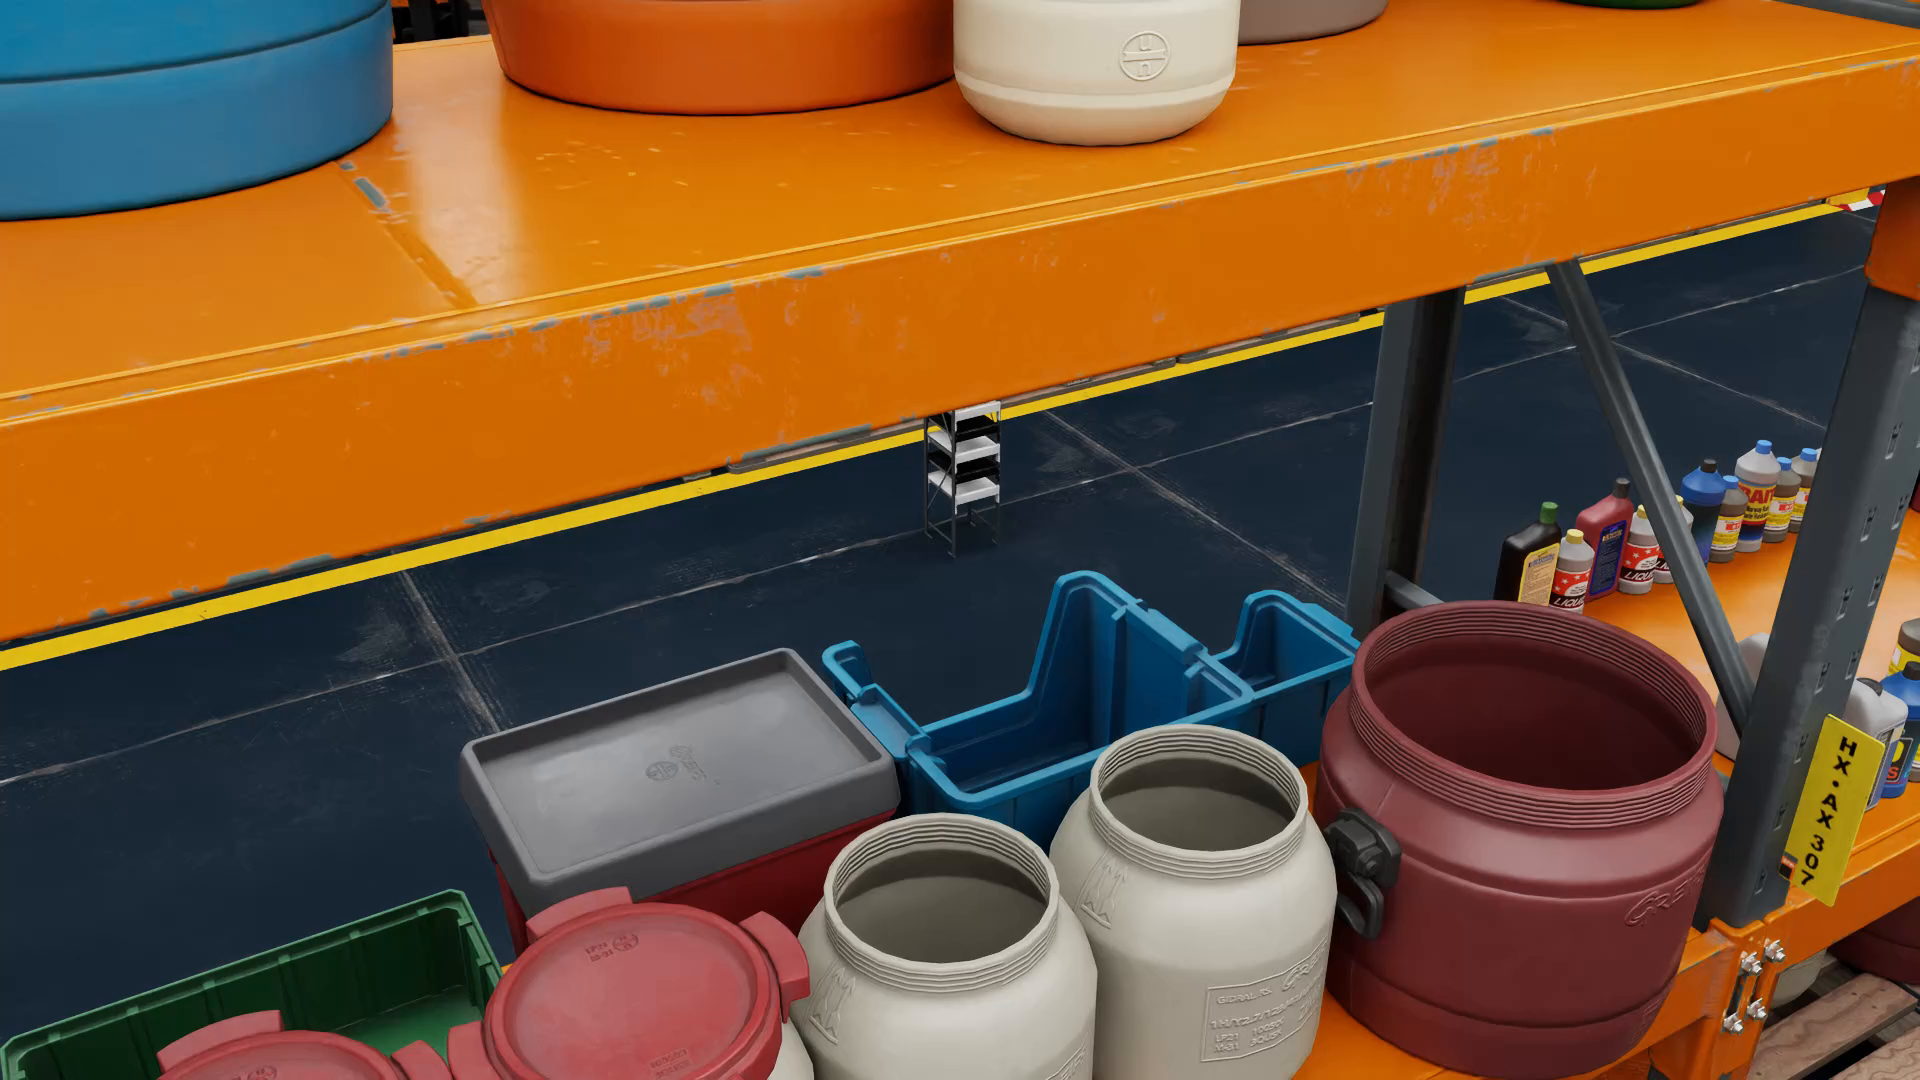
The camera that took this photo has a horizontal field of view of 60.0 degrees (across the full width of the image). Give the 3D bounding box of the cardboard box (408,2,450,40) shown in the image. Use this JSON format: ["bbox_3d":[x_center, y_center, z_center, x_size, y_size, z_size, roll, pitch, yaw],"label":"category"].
[{"bbox_3d":[-3.201,-3.212,11.257,0.750,0.750,0.750,-16,33,-27],"label":"cardboard box"}]

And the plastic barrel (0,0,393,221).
[{"bbox_3d":[-0.875,-0.806,1.483,0.708,0.901,0.600,-16,33,-26],"label":"plastic barrel"}]

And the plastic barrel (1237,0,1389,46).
[{"bbox_3d":[0.300,-1.139,2.087,0.600,0.901,0.600,0,29,0],"label":"plastic barrel"}]

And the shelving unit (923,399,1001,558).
[{"bbox_3d":[0.007,-0.396,6.536,0.210,0.900,0.258,-16,33,-26],"label":"shelving unit"}]

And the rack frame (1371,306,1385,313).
[{"bbox_3d":[2.060,-2.761,8.648,0.127,3.000,1.000,-16,33,-26],"label":"rack frame"}]

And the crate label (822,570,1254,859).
[{"bbox_3d":[0.124,0.398,2.888,0.616,0.435,0.502,-16,33,-26],"label":"crate label"}]

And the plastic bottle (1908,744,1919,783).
[{"bbox_3d":[1.852,0.358,3.203,0.097,0.201,0.097,0,29,0],"label":"plastic bottle"}]

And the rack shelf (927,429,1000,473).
[{"bbox_3d":[0.007,-0.367,6.552,0.200,0.077,0.258,-16,33,-26],"label":"rack shelf"}]

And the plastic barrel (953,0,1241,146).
[{"bbox_3d":[0.140,-0.561,1.702,0.301,0.262,0.301,0,29,0],"label":"plastic barrel"}]

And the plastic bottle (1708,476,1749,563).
[{"bbox_3d":[1.810,-0.056,3.952,0.097,0.201,0.097,0,29,0],"label":"plastic bottle"}]

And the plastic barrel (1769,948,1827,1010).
[{"bbox_3d":[1.972,0.886,4.181,0.421,0.512,0.421,0,29,0],"label":"plastic barrel"}]

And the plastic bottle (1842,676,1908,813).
[{"bbox_3d":[1.655,0.366,3.111,0.135,0.276,0.152,-16,33,-26],"label":"plastic bottle"}]

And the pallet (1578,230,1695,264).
[{"bbox_3d":[3.706,-2.008,10.171,1.213,0.211,1.003,-16,33,-26],"label":"pallet"}]

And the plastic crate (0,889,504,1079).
[{"bbox_3d":[-0.972,0.811,2.396,0.662,0.188,0.450,-16,33,-26],"label":"plastic crate"}]

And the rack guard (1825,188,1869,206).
[{"bbox_3d":[5.443,-2.627,10.993,0.348,0.500,1.175,-16,33,-26],"label":"rack guard"}]

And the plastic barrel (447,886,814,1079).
[{"bbox_3d":[-0.389,0.774,2.102,0.433,0.535,0.433,0,29,0],"label":"plastic barrel"}]

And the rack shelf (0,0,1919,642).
[{"bbox_3d":[-0.607,-0.226,1.695,4.000,0.370,1.077,-16,33,-26],"label":"rack shelf"}]

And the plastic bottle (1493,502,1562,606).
[{"bbox_3d":[1.250,0.057,3.663,0.133,0.283,0.061,-16,33,-26],"label":"plastic bottle"}]

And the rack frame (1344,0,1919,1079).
[{"bbox_3d":[1.118,0.283,3.133,0.127,3.000,1.000,-16,33,-26],"label":"rack frame"}]

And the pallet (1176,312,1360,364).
[{"bbox_3d":[1.378,-1.325,8.933,1.213,0.211,1.003,-16,33,-26],"label":"pallet"}]

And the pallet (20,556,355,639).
[{"bbox_3d":[-3.169,-0.079,6.674,1.213,0.211,1.003,-16,33,-26],"label":"pallet"}]

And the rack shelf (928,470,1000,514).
[{"bbox_3d":[0.007,-0.209,6.639,0.200,0.077,0.258,-16,33,-26],"label":"rack shelf"}]

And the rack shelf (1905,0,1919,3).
[{"bbox_3d":[2.842,-1.205,3.469,4.000,0.370,1.077,-16,33,-26],"label":"rack shelf"}]

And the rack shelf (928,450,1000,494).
[{"bbox_3d":[0.007,-0.288,6.596,0.200,0.077,0.258,-16,33,-26],"label":"rack shelf"}]

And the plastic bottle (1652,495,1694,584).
[{"bbox_3d":[1.642,-0.008,3.866,0.097,0.201,0.097,0,29,0],"label":"plastic bottle"}]

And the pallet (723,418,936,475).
[{"bbox_3d":[-0.726,-0.728,7.850,1.213,0.211,1.003,-16,33,-26],"label":"pallet"}]

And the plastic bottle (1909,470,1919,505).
[{"bbox_3d":[2.394,-0.274,4.193,0.185,0.351,0.144,-16,33,-26],"label":"plastic bottle"}]

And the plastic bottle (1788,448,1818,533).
[{"bbox_3d":[2.062,-0.127,4.082,0.097,0.201,0.097,0,29,0],"label":"plastic bottle"}]

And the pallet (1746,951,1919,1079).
[{"bbox_3d":[1.776,1.293,4.188,1.213,0.211,1.003,-16,33,-26],"label":"pallet"}]

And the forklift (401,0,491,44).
[{"bbox_3d":[-2.715,-2.567,8.367,3.031,2.935,1.130,3,29,6],"label":"forklift"}]

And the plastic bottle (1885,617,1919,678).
[{"bbox_3d":[1.974,0.238,3.420,0.097,0.201,0.097,0,29,0],"label":"plastic bottle"}]

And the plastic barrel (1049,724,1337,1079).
[{"bbox_3d":[0.339,0.575,2.489,0.421,0.512,0.421,0,29,0],"label":"plastic barrel"}]

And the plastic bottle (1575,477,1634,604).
[{"bbox_3d":[1.449,0.001,3.765,0.133,0.283,0.061,-16,33,-26],"label":"plastic bottle"}]

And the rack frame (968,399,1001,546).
[{"bbox_3d":[0.095,-0.421,6.581,0.006,0.900,0.240,-16,33,-26],"label":"rack frame"}]
